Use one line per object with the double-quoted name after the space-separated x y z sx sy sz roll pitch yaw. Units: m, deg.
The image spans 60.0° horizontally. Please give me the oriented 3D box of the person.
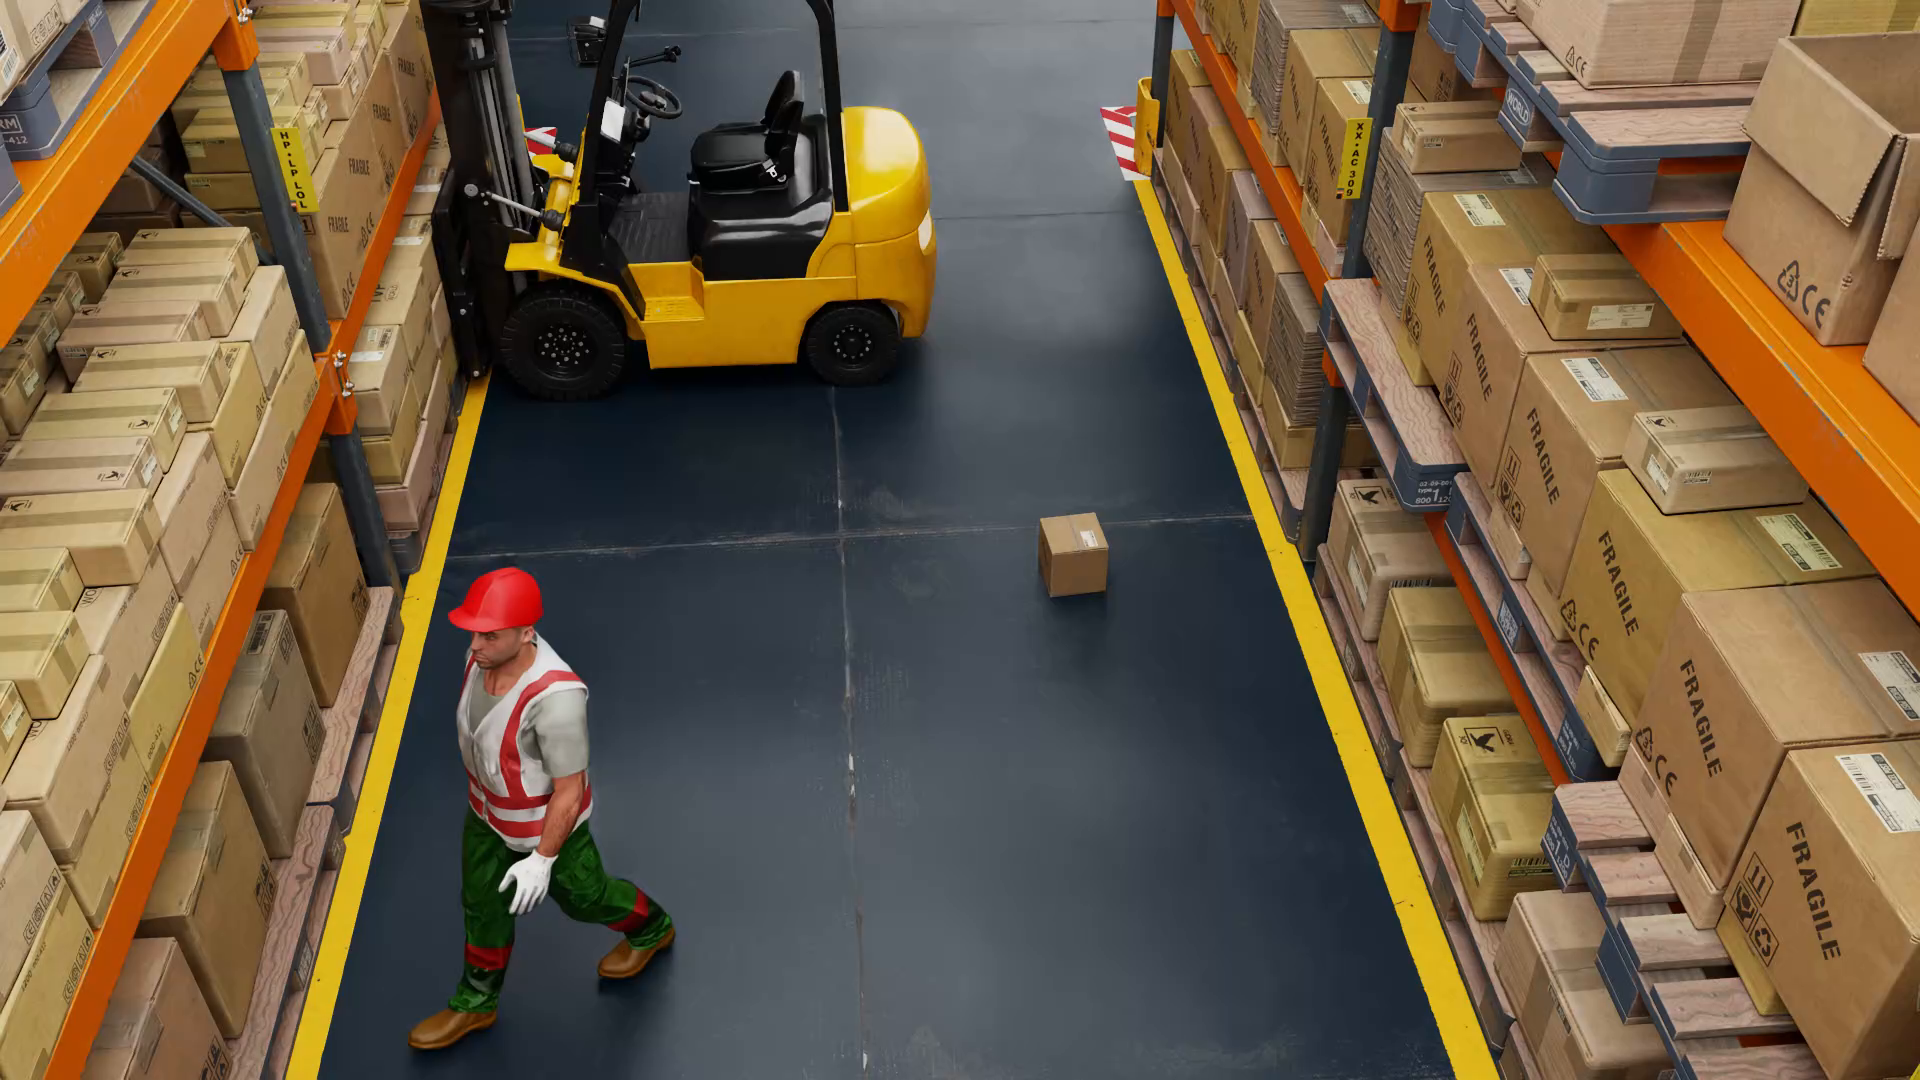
-1.377 0.862 5.062 0.573 1.756 0.902 31 48 33 "person"
